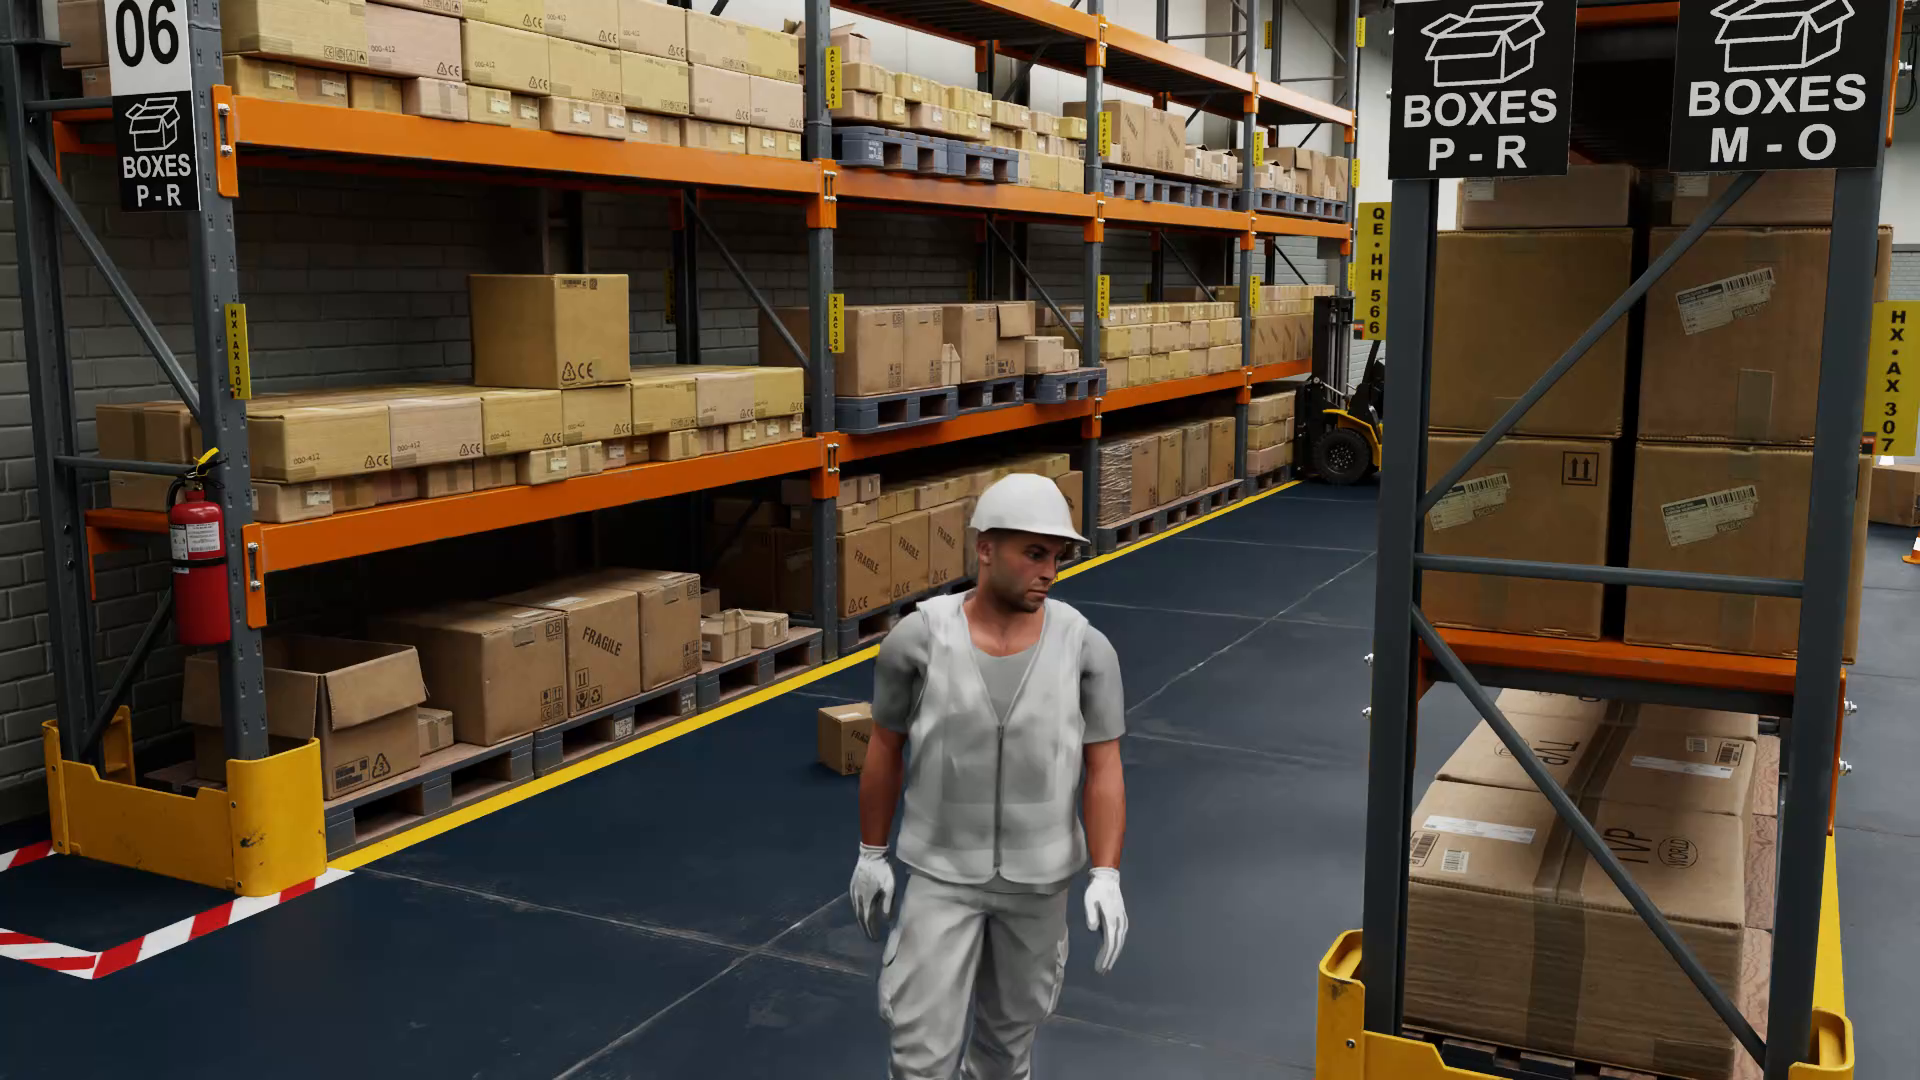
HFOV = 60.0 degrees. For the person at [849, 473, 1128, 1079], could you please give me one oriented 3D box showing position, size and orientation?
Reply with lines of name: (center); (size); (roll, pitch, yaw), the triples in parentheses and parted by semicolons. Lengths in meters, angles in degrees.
person: (0.055, 0.752, 3.537); (0.614, 1.766, 0.817); (-1, 9, -6)
